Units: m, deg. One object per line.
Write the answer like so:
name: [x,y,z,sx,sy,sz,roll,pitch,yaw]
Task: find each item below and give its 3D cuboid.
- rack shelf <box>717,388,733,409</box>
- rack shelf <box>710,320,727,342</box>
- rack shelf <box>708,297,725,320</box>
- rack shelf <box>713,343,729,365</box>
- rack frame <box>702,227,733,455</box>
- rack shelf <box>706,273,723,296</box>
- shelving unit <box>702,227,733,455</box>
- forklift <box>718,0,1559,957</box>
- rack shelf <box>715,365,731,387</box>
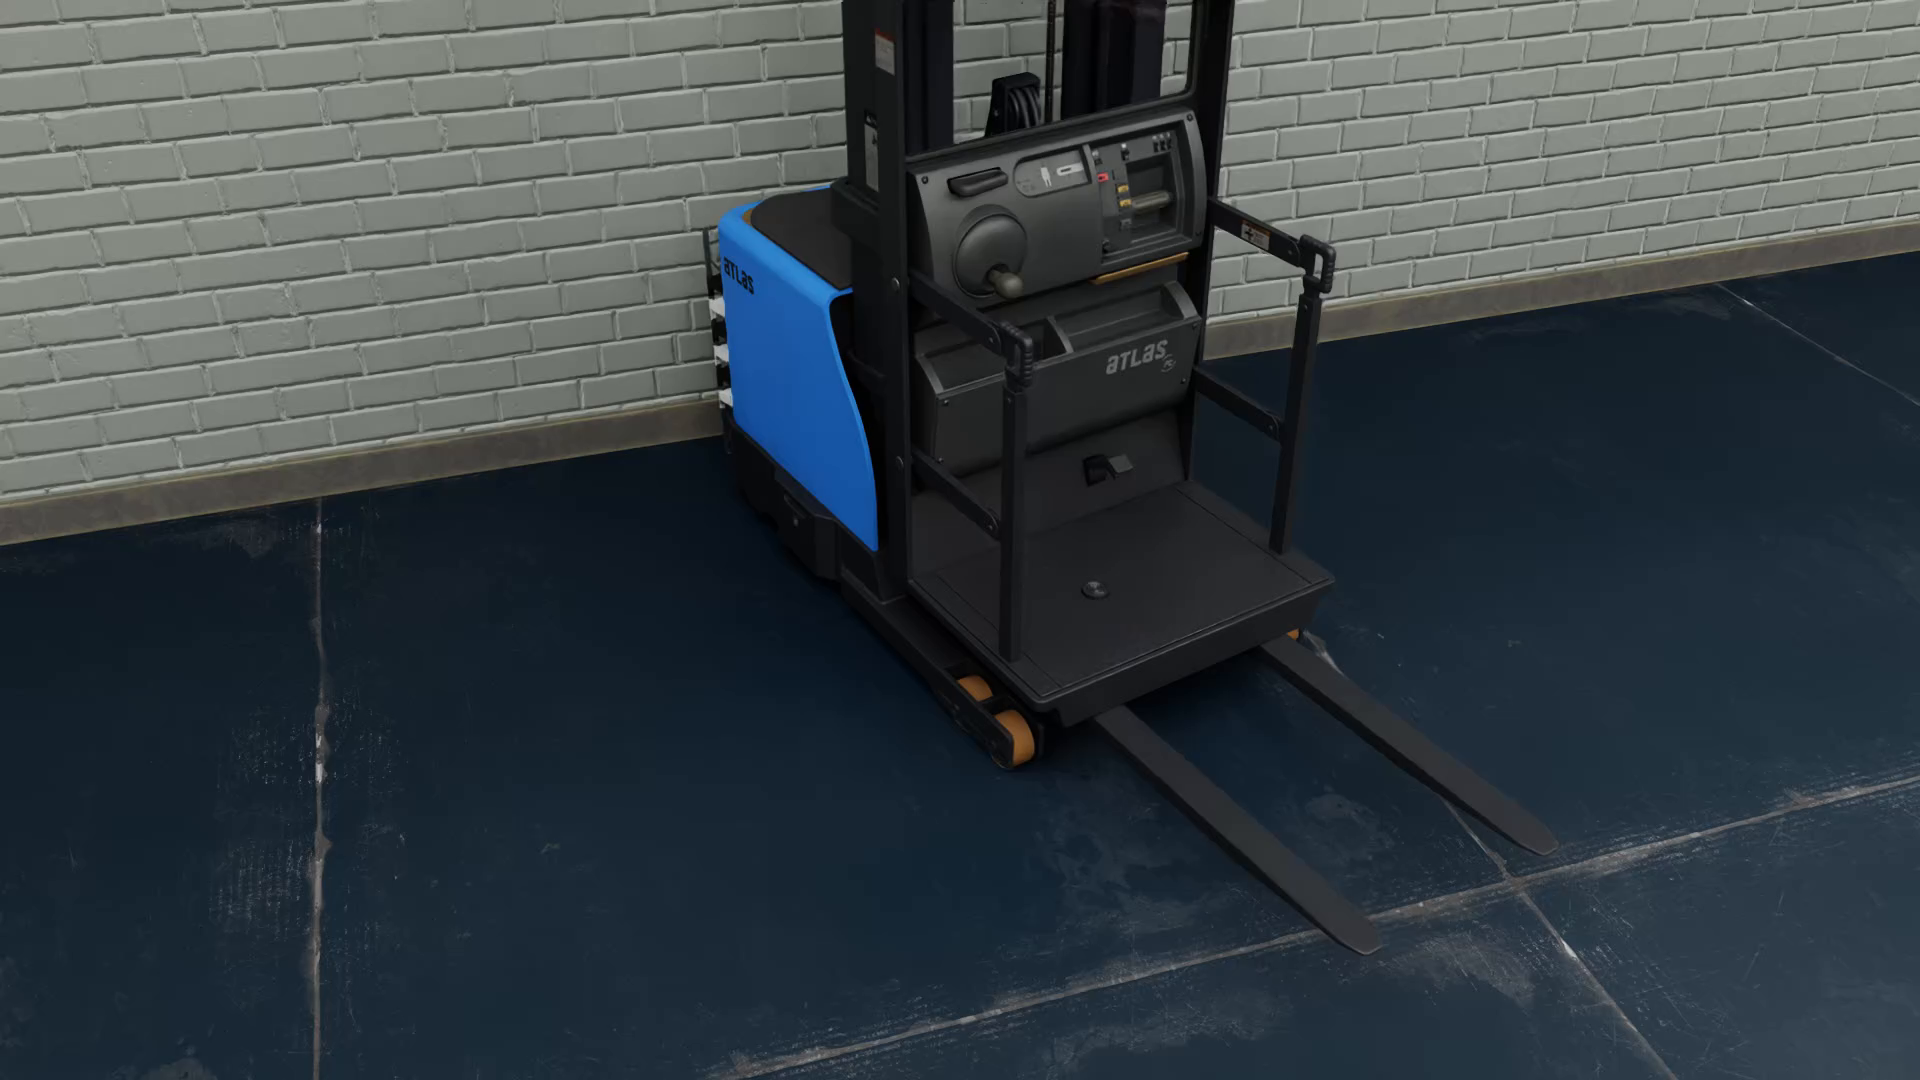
rack shelf: [-0.725,-0.518,6.100,0.258,0.077,0.200,-24,39,-32]
rack shelf: [-0.729,-0.745,5.955,0.258,0.077,0.200,-24,39,-32]
rack shelf: [-0.730,-0.821,5.906,0.258,0.077,0.200,-24,39,-32]
rack shelf: [-0.728,-0.669,6.003,0.258,0.077,0.200,-24,39,-32]
rack frame: [-0.792,-0.739,6.052,0.240,0.900,0.006,-24,39,-32]
rack shelf: [-0.731,-0.897,5.858,0.258,0.077,0.200,-24,39,-32]
shelving unit: [-0.728,-0.697,5.985,0.258,0.900,0.210,-24,39,-32]
forklift: [0.409,-0.868,4.405,1.130,2.935,3.031,-19,38,-27]
rack shelf: [-0.726,-0.593,6.051,0.258,0.077,0.200,-24,39,-32]
